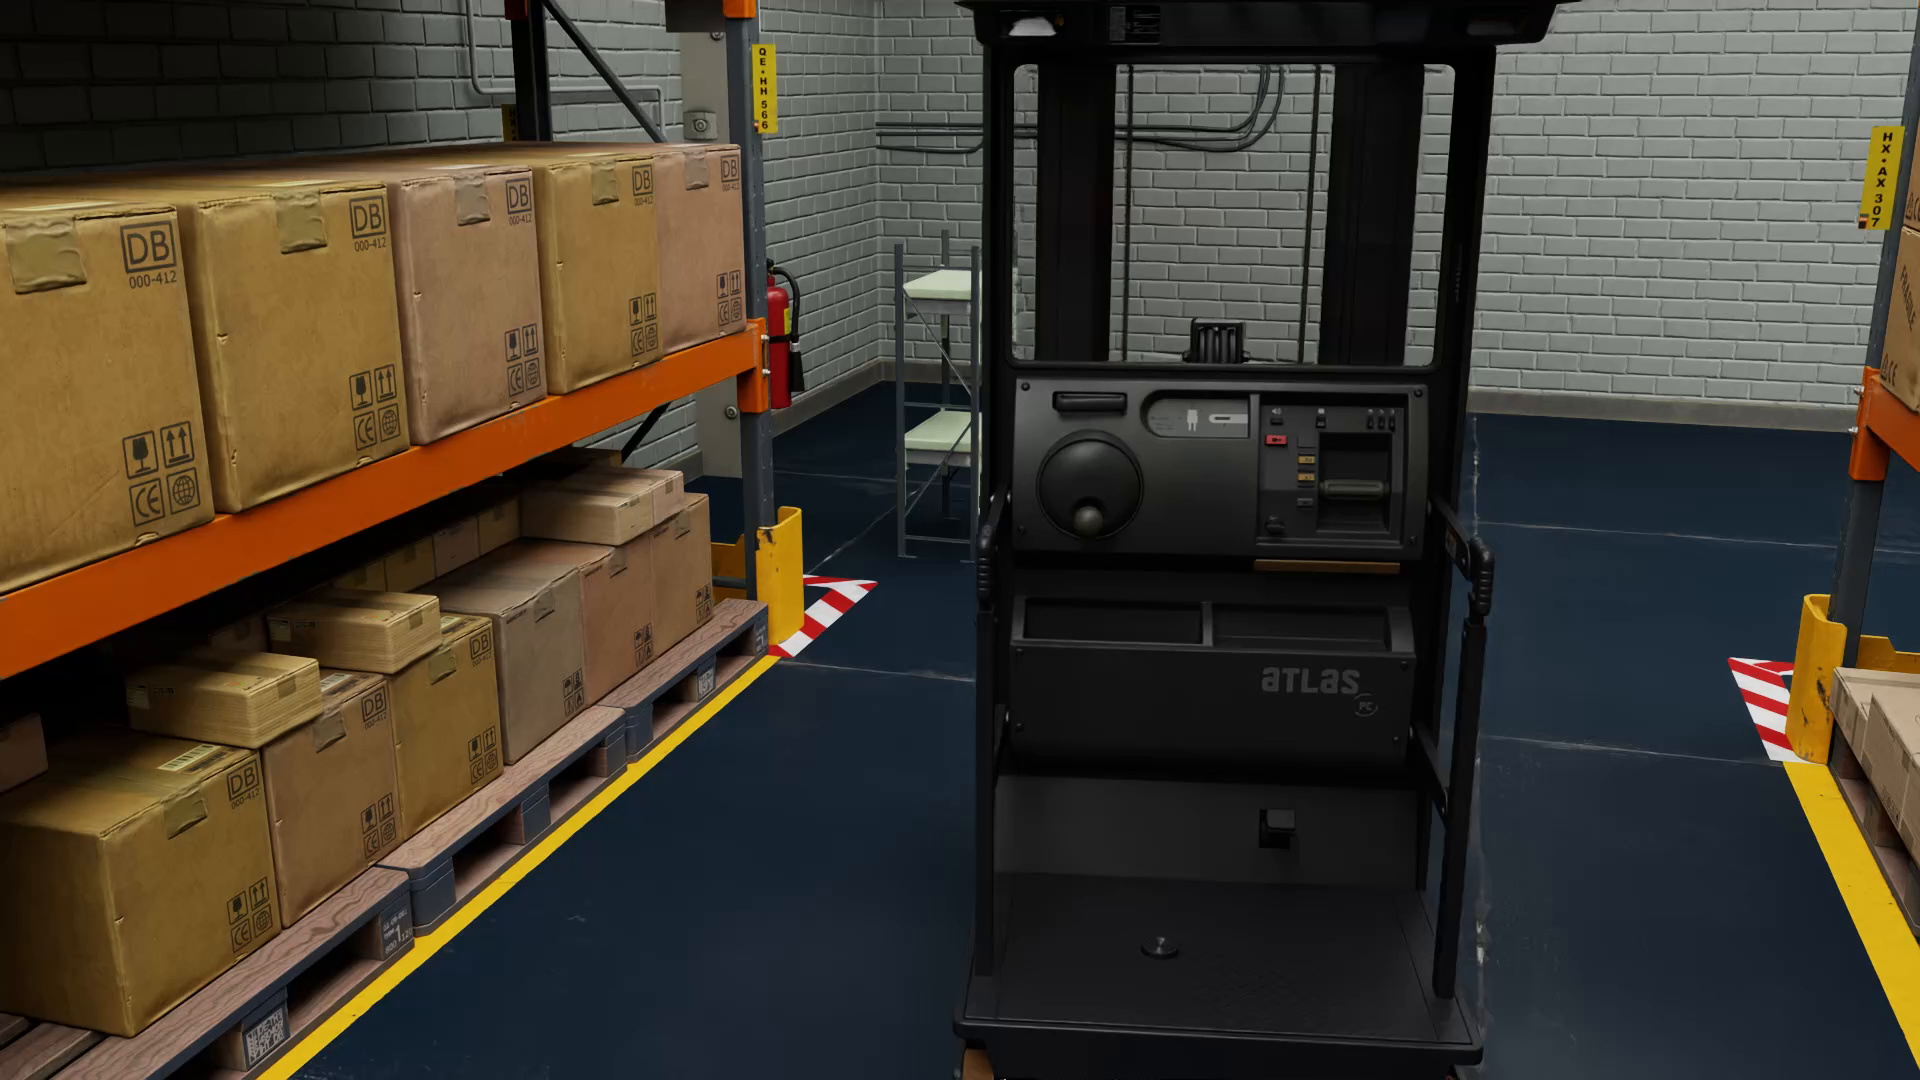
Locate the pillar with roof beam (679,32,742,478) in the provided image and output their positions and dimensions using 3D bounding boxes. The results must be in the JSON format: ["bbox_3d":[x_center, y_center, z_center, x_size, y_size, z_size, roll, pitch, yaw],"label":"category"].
[{"bbox_3d":[2.804,-4.415,7.405,9.100,9.000,0.400,5,16,16],"label":"pillar with roof beam"}]

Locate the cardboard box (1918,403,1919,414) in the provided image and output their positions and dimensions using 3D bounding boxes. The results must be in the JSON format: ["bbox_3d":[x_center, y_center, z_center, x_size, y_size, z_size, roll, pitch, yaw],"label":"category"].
[{"bbox_3d":[2.969,-0.523,4.495,0.500,0.500,0.500,4,16,15],"label":"cardboard box"}]

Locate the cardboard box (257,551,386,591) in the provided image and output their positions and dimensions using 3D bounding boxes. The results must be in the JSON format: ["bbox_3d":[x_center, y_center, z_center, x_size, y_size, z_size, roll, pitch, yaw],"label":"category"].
[{"bbox_3d":[-1.951,0.140,4.963,0.380,0.149,0.250,4,16,15],"label":"cardboard box"}]

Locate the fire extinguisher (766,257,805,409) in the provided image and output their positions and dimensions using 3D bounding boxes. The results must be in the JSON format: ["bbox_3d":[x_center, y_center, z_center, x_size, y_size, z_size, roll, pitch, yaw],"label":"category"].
[{"bbox_3d":[-0.776,-0.877,6.748,0.296,0.674,0.183,5,16,16],"label":"fire extinguisher"}]

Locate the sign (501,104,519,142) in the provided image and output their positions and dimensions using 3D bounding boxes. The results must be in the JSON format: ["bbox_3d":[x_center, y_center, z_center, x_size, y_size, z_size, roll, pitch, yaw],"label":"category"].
[{"bbox_3d":[-1.792,-1.589,6.702,0.100,0.325,0.005,5,16,16],"label":"sign"}]

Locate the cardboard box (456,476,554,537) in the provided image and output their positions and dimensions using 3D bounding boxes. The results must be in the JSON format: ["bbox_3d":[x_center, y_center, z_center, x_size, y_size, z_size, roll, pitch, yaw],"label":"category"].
[{"bbox_3d":[-1.664,-0.126,5.898,0.380,0.149,0.250,5,16,16],"label":"cardboard box"}]

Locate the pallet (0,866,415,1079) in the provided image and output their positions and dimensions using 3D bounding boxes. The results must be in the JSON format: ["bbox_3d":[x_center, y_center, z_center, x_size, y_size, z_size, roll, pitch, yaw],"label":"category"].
[{"bbox_3d":[-2.107,1.106,4.045,1.003,0.211,1.213,5,16,16],"label":"pallet"}]

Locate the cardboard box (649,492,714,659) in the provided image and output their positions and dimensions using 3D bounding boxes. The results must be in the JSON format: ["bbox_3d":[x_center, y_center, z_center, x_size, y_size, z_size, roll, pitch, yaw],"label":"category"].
[{"bbox_3d":[-1.364,0.102,6.284,0.700,0.500,0.500,5,16,16],"label":"cardboard box"}]

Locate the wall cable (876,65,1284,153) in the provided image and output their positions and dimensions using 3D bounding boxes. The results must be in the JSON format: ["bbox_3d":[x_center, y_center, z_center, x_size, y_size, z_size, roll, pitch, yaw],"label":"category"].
[{"bbox_3d":[0.689,-3.934,11.398,3.097,2.526,0.112,5,16,16],"label":"wall cable"}]

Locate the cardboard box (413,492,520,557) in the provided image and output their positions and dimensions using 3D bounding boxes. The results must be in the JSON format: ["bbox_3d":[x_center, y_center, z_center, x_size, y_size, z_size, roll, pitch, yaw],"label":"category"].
[{"bbox_3d":[-1.735,-0.060,5.668,0.380,0.149,0.250,5,17,16],"label":"cardboard box"}]

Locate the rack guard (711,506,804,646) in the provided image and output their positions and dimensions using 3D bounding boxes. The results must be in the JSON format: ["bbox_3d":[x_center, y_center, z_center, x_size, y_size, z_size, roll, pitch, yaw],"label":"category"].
[{"bbox_3d":[-1.254,0.107,7.037,1.175,0.500,0.348,5,16,16],"label":"rack guard"}]

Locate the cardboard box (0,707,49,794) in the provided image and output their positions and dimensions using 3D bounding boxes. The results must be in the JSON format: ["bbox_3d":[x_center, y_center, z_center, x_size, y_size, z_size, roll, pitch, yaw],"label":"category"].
[{"bbox_3d":[-2.319,0.480,3.762,0.380,0.149,0.250,5,16,16],"label":"cardboard box"}]

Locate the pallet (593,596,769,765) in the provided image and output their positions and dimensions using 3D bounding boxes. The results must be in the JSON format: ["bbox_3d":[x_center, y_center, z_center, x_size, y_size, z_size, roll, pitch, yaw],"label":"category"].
[{"bbox_3d":[-1.413,0.467,6.295,1.003,0.211,1.213,5,16,16],"label":"pallet"}]

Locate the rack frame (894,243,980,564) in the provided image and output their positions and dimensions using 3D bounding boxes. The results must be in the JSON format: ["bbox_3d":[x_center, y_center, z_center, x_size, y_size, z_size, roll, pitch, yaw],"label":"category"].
[{"bbox_3d":[-0.106,-0.624,7.781,0.400,1.500,0.023,5,16,16],"label":"rack frame"}]

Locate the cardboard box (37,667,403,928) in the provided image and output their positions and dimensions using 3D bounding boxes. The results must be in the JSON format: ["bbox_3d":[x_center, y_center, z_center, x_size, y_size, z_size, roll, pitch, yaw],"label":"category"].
[{"bbox_3d":[-1.941,0.639,4.392,0.700,0.500,0.500,4,16,15],"label":"cardboard box"}]

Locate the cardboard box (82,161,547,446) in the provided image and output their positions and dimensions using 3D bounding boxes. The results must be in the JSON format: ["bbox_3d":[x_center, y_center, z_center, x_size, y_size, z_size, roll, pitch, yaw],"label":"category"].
[{"bbox_3d":[-1.818,-0.710,4.785,0.980,0.700,0.700,4,16,13],"label":"cardboard box"}]

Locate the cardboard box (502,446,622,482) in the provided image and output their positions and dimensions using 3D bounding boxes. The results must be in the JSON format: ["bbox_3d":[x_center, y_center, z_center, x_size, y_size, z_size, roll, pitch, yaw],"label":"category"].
[{"bbox_3d":[-1.520,-0.258,6.366,0.380,0.149,0.250,5,17,16],"label":"cardboard box"}]

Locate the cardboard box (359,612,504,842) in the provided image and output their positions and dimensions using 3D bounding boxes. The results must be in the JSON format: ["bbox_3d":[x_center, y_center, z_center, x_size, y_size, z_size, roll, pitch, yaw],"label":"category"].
[{"bbox_3d":[-1.793,0.504,4.865,0.700,0.500,0.500,5,17,17],"label":"cardboard box"}]

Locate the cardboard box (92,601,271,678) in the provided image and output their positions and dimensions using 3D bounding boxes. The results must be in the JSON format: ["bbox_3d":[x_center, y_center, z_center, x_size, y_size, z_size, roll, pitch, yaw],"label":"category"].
[{"bbox_3d":[-2.097,0.273,4.492,0.380,0.149,0.250,4,16,14],"label":"cardboard box"}]

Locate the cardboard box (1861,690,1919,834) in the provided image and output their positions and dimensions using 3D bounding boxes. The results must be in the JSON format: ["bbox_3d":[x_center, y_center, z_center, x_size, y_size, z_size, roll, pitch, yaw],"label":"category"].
[{"bbox_3d":[2.921,0.656,4.753,0.500,0.250,0.500,5,16,16],"label":"cardboard box"}]

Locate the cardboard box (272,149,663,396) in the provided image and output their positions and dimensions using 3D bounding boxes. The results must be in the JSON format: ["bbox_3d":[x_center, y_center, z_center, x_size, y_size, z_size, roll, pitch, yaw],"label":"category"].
[{"bbox_3d":[-1.593,-0.908,5.485,0.980,0.700,0.700,4,16,15],"label":"cardboard box"}]

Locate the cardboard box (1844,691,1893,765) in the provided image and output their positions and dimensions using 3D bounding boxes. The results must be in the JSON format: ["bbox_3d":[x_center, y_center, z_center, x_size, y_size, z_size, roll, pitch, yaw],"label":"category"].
[{"bbox_3d":[2.970,0.593,5.127,0.380,0.166,0.250,5,16,16],"label":"cardboard box"}]

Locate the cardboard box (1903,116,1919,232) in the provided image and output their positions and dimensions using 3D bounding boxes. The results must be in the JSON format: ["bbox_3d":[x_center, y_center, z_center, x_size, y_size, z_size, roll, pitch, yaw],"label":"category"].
[{"bbox_3d":[3.110,-1.140,4.836,0.500,0.500,0.500,5,17,18],"label":"cardboard box"}]

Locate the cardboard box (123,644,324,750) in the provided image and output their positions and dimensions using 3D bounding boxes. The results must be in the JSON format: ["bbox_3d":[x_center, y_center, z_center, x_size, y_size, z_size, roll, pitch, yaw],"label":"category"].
[{"bbox_3d":[-1.815,0.382,4.107,0.380,0.149,0.250,5,17,18],"label":"cardboard box"}]

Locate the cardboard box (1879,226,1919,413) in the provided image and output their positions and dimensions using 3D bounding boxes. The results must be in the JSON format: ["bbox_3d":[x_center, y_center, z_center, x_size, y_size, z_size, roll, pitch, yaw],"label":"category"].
[{"bbox_3d":[3.110,-0.659,4.972,0.500,0.500,0.500,5,17,17],"label":"cardboard box"}]

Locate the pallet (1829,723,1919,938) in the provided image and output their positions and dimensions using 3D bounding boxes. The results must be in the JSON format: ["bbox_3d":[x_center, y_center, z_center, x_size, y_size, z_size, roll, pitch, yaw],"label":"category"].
[{"bbox_3d":[3.242,0.864,4.898,1.003,0.211,1.213,5,16,16],"label":"pallet"}]

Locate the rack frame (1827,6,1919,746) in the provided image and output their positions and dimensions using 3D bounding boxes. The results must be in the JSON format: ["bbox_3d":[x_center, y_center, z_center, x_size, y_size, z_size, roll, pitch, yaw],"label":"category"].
[{"bbox_3d":[3.489,-0.706,5.323,1.000,3.000,0.127,5,16,16],"label":"rack frame"}]

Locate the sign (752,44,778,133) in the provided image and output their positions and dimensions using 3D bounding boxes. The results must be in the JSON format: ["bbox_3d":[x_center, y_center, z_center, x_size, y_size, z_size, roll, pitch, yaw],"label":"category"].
[{"bbox_3d":[-0.745,-1.715,6.322,0.100,0.325,0.005,5,16,16],"label":"sign"}]

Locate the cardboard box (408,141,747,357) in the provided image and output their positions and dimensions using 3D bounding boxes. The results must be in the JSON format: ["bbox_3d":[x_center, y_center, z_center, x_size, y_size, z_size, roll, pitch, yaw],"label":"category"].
[{"bbox_3d":[-1.397,-1.100,6.160,0.980,0.700,0.700,5,17,18],"label":"cardboard box"}]

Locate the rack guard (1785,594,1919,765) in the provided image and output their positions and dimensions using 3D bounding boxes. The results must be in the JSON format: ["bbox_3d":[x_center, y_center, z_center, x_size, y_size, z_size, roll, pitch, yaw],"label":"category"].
[{"bbox_3d":[3.468,0.516,5.594,1.175,0.500,0.348,5,16,16],"label":"rack guard"}]

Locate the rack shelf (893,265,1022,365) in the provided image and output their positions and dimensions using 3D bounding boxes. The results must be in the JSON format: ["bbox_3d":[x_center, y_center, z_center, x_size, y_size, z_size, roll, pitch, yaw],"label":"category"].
[{"bbox_3d":[-0.002,-1.095,8.012,0.431,0.370,0.720,5,16,16],"label":"rack shelf"}]

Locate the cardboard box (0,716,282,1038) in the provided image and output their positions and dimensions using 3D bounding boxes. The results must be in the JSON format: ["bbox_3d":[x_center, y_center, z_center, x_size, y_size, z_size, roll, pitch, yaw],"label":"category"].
[{"bbox_3d":[-2.087,0.770,3.930,0.700,0.500,0.500,5,17,17],"label":"cardboard box"}]

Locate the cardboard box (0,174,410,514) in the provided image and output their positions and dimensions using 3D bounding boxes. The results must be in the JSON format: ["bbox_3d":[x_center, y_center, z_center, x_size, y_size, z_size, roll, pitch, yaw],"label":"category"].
[{"bbox_3d":[-2.015,-0.519,4.111,0.980,0.700,0.700,4,16,14],"label":"cardboard box"}]

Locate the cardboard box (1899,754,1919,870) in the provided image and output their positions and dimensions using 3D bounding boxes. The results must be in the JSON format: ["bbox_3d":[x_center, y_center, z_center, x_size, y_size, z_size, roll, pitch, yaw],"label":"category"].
[{"bbox_3d":[2.779,0.787,4.292,0.500,0.250,0.500,5,16,16],"label":"cardboard box"}]

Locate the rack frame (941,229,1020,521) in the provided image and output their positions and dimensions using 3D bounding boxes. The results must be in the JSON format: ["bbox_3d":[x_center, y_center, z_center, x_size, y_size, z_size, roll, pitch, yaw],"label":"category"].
[{"bbox_3d":[0.102,-0.816,8.456,0.400,1.500,0.023,5,16,16],"label":"rack frame"}]

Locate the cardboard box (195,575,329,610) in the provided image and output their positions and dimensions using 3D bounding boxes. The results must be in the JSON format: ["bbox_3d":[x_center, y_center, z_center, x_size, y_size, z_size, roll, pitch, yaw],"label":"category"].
[{"bbox_3d":[-2.024,0.207,4.724,0.380,0.149,0.250,5,17,16],"label":"cardboard box"}]

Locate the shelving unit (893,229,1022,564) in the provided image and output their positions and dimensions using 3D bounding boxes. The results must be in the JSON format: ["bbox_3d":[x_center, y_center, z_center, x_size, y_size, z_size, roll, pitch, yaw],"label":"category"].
[{"bbox_3d":[-0.002,-0.720,8.119,0.431,1.500,0.755,5,16,16],"label":"shelving unit"}]

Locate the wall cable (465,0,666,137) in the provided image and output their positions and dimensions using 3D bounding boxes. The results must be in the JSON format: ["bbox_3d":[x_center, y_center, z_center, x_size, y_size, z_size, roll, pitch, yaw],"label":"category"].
[{"bbox_3d":[-1.804,-1.987,7.975,0.084,1.984,1.851,5,16,16],"label":"wall cable"}]

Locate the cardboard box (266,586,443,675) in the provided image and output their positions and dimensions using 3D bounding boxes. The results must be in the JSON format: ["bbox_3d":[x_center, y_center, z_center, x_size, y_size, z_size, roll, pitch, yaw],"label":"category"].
[{"bbox_3d":[-1.667,0.246,4.589,0.380,0.149,0.250,4,16,14],"label":"cardboard box"}]

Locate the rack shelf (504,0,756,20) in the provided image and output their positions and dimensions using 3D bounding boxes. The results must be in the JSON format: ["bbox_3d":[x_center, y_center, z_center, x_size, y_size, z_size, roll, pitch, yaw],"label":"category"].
[{"bbox_3d":[-1.830,-1.663,4.518,1.077,0.370,4.000,5,16,16],"label":"rack shelf"}]

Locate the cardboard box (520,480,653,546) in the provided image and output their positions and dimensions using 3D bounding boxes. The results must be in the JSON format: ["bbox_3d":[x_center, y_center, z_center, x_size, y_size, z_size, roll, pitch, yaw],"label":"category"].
[{"bbox_3d":[-1.298,-0.096,5.792,0.380,0.149,0.250,5,17,17],"label":"cardboard box"}]

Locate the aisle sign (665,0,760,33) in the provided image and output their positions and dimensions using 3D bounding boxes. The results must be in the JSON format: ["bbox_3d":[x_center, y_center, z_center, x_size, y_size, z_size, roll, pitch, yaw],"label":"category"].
[{"bbox_3d":[-0.953,-2.336,6.303,0.394,0.787,0.004,5,16,16],"label":"aisle sign"}]

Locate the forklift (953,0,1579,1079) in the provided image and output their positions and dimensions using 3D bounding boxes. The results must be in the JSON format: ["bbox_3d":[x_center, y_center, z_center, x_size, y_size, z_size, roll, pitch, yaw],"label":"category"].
[{"bbox_3d":[0.569,-0.174,3.573,1.130,2.935,3.031,1,16,5],"label":"forklift"}]

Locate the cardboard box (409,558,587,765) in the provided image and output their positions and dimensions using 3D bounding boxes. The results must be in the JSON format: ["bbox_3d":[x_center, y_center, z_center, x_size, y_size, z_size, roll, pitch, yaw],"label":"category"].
[{"bbox_3d":[-1.649,0.364,5.359,0.700,0.500,0.500,4,16,14],"label":"cardboard box"}]

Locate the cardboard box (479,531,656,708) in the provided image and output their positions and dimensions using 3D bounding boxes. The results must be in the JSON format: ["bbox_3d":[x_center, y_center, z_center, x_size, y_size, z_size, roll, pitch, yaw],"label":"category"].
[{"bbox_3d":[-1.506,0.233,5.823,0.700,0.500,0.500,5,16,16],"label":"cardboard box"}]

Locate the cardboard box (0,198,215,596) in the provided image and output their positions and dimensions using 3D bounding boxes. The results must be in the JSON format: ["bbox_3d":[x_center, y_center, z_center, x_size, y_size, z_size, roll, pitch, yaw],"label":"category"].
[{"bbox_3d":[-2.228,-0.328,3.439,0.980,0.700,0.700,5,17,17],"label":"cardboard box"}]

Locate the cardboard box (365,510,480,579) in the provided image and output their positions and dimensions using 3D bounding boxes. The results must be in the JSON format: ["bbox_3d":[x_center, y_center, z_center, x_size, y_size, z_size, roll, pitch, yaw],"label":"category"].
[{"bbox_3d":[-1.807,0.006,5.433,0.380,0.149,0.250,5,17,17],"label":"cardboard box"}]

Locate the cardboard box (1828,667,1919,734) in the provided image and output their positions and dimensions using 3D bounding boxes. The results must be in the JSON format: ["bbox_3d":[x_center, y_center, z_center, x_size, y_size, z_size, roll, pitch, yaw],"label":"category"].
[{"bbox_3d":[3.041,0.536,5.360,0.380,0.149,0.250,5,16,16],"label":"cardboard box"}]

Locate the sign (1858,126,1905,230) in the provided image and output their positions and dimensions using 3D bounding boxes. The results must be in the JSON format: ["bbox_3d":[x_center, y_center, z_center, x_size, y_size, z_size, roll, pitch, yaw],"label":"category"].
[{"bbox_3d":[2.969,-1.165,5.353,0.100,0.325,0.005,5,16,16],"label":"sign"}]

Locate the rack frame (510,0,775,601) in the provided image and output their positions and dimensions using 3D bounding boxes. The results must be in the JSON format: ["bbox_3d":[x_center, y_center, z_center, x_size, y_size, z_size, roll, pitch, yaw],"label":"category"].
[{"bbox_3d":[-1.261,-1.090,6.674,1.000,3.000,0.127,5,16,16],"label":"rack frame"}]

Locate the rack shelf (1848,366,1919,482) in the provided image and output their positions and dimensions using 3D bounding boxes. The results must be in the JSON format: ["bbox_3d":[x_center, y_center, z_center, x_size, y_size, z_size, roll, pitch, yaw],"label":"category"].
[{"bbox_3d":[2.921,0.163,3.576,1.077,0.370,4.000,5,16,16],"label":"rack shelf"}]

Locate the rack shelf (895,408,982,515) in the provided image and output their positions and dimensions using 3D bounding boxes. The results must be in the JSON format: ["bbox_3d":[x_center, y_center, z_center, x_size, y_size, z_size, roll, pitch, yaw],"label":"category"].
[{"bbox_3d":[-0.002,-0.406,8.208,0.431,0.370,0.720,5,16,16],"label":"rack shelf"}]

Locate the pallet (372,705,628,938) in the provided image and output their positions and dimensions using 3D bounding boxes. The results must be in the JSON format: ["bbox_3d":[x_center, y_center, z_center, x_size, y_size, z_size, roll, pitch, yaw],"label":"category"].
[{"bbox_3d":[-1.762,0.785,5.174,1.003,0.211,1.213,5,16,16],"label":"pallet"}]

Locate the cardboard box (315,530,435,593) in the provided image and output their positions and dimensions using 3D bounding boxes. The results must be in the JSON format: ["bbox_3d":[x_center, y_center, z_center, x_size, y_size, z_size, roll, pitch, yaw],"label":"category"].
[{"bbox_3d":[-1.879,0.073,5.196,0.380,0.149,0.250,5,17,16],"label":"cardboard box"}]

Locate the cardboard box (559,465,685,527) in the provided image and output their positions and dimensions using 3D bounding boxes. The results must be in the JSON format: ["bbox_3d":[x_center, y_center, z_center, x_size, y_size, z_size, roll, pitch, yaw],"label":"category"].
[{"bbox_3d":[-1.226,-0.162,6.028,0.380,0.149,0.250,4,16,15],"label":"cardboard box"}]

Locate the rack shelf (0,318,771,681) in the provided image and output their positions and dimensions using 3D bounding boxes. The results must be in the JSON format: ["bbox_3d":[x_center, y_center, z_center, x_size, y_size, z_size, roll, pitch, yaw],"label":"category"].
[{"bbox_3d":[-1.830,-0.220,4.927,1.077,0.370,4.000,5,16,16],"label":"rack shelf"}]
